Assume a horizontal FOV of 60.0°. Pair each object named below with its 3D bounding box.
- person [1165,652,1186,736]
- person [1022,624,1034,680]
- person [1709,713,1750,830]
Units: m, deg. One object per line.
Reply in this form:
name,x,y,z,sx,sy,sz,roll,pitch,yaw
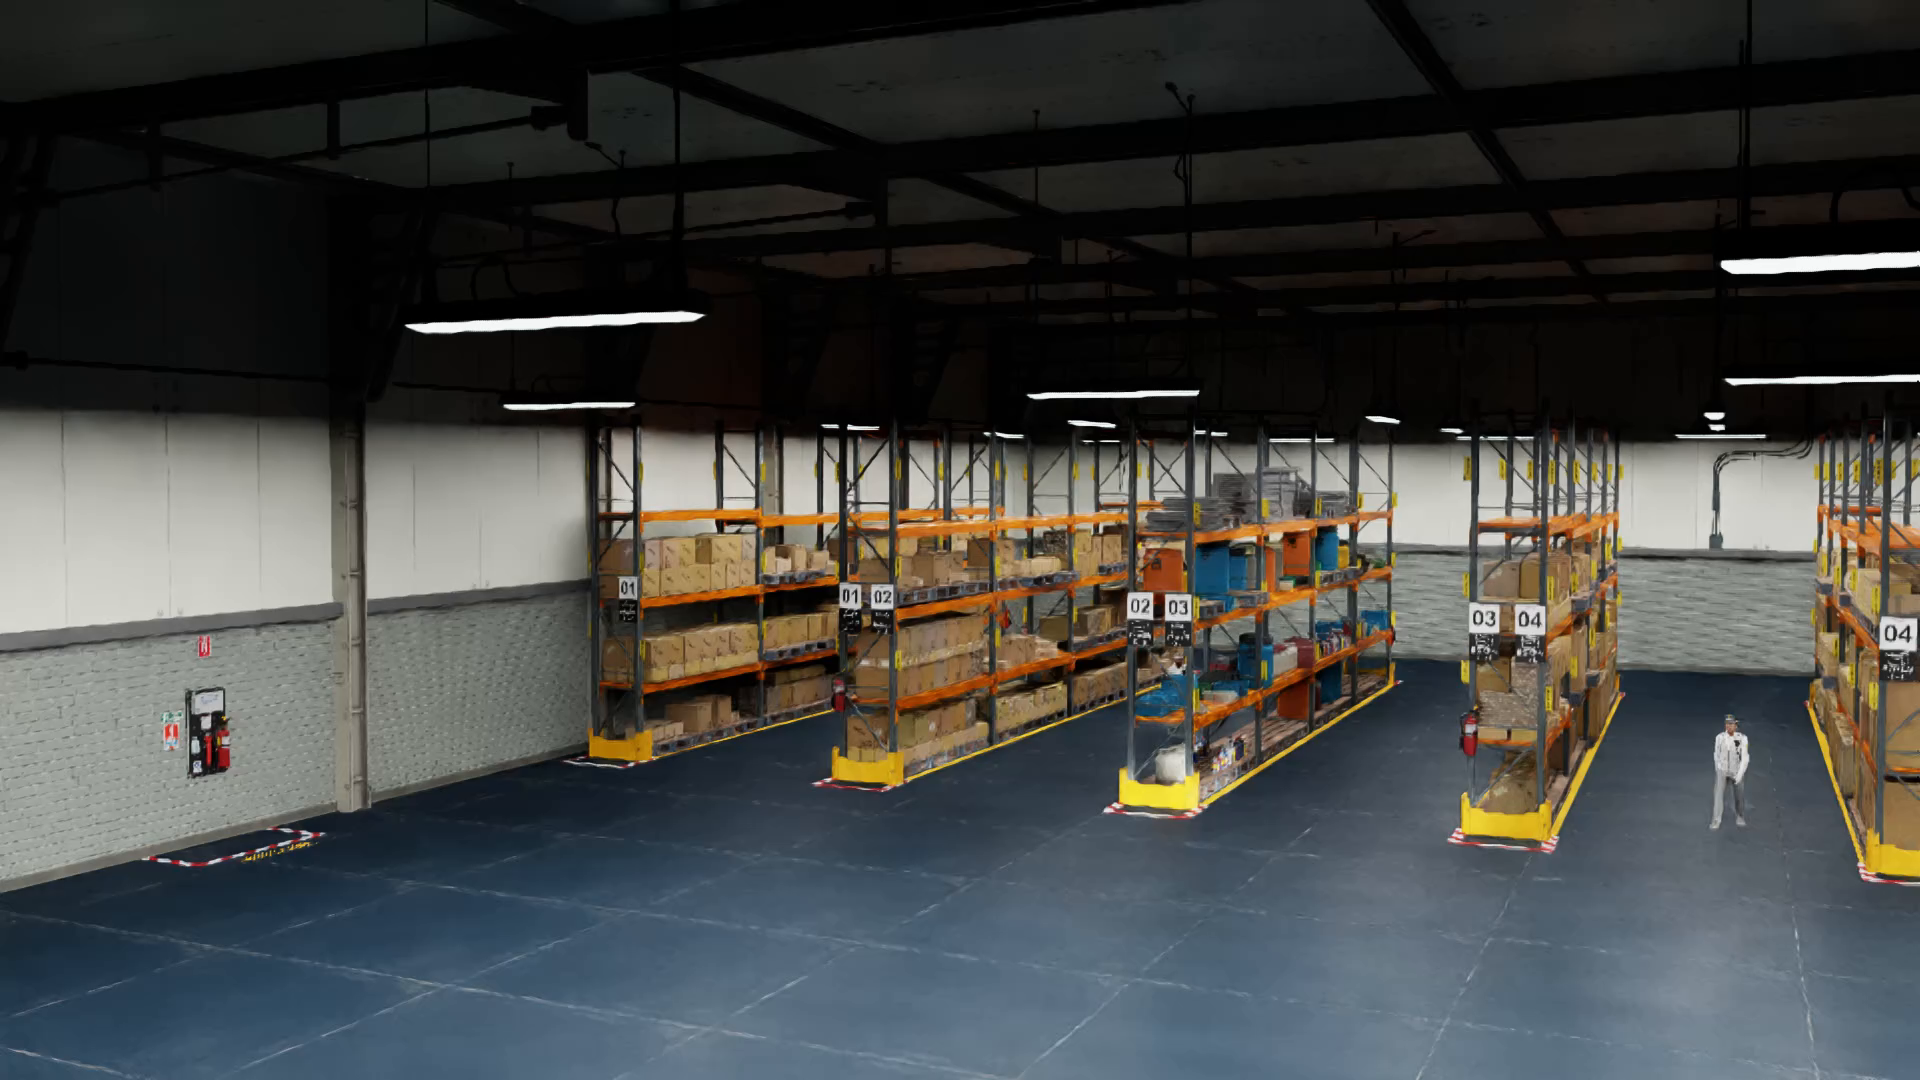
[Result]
person,4.149,2.901,31.448,0.571,1.629,0.526,1,3,23
person,1.481,2.666,37.067,0.446,1.590,1.110,1,3,27
person,10.769,3.219,23.217,0.482,1.616,0.997,2,3,34
